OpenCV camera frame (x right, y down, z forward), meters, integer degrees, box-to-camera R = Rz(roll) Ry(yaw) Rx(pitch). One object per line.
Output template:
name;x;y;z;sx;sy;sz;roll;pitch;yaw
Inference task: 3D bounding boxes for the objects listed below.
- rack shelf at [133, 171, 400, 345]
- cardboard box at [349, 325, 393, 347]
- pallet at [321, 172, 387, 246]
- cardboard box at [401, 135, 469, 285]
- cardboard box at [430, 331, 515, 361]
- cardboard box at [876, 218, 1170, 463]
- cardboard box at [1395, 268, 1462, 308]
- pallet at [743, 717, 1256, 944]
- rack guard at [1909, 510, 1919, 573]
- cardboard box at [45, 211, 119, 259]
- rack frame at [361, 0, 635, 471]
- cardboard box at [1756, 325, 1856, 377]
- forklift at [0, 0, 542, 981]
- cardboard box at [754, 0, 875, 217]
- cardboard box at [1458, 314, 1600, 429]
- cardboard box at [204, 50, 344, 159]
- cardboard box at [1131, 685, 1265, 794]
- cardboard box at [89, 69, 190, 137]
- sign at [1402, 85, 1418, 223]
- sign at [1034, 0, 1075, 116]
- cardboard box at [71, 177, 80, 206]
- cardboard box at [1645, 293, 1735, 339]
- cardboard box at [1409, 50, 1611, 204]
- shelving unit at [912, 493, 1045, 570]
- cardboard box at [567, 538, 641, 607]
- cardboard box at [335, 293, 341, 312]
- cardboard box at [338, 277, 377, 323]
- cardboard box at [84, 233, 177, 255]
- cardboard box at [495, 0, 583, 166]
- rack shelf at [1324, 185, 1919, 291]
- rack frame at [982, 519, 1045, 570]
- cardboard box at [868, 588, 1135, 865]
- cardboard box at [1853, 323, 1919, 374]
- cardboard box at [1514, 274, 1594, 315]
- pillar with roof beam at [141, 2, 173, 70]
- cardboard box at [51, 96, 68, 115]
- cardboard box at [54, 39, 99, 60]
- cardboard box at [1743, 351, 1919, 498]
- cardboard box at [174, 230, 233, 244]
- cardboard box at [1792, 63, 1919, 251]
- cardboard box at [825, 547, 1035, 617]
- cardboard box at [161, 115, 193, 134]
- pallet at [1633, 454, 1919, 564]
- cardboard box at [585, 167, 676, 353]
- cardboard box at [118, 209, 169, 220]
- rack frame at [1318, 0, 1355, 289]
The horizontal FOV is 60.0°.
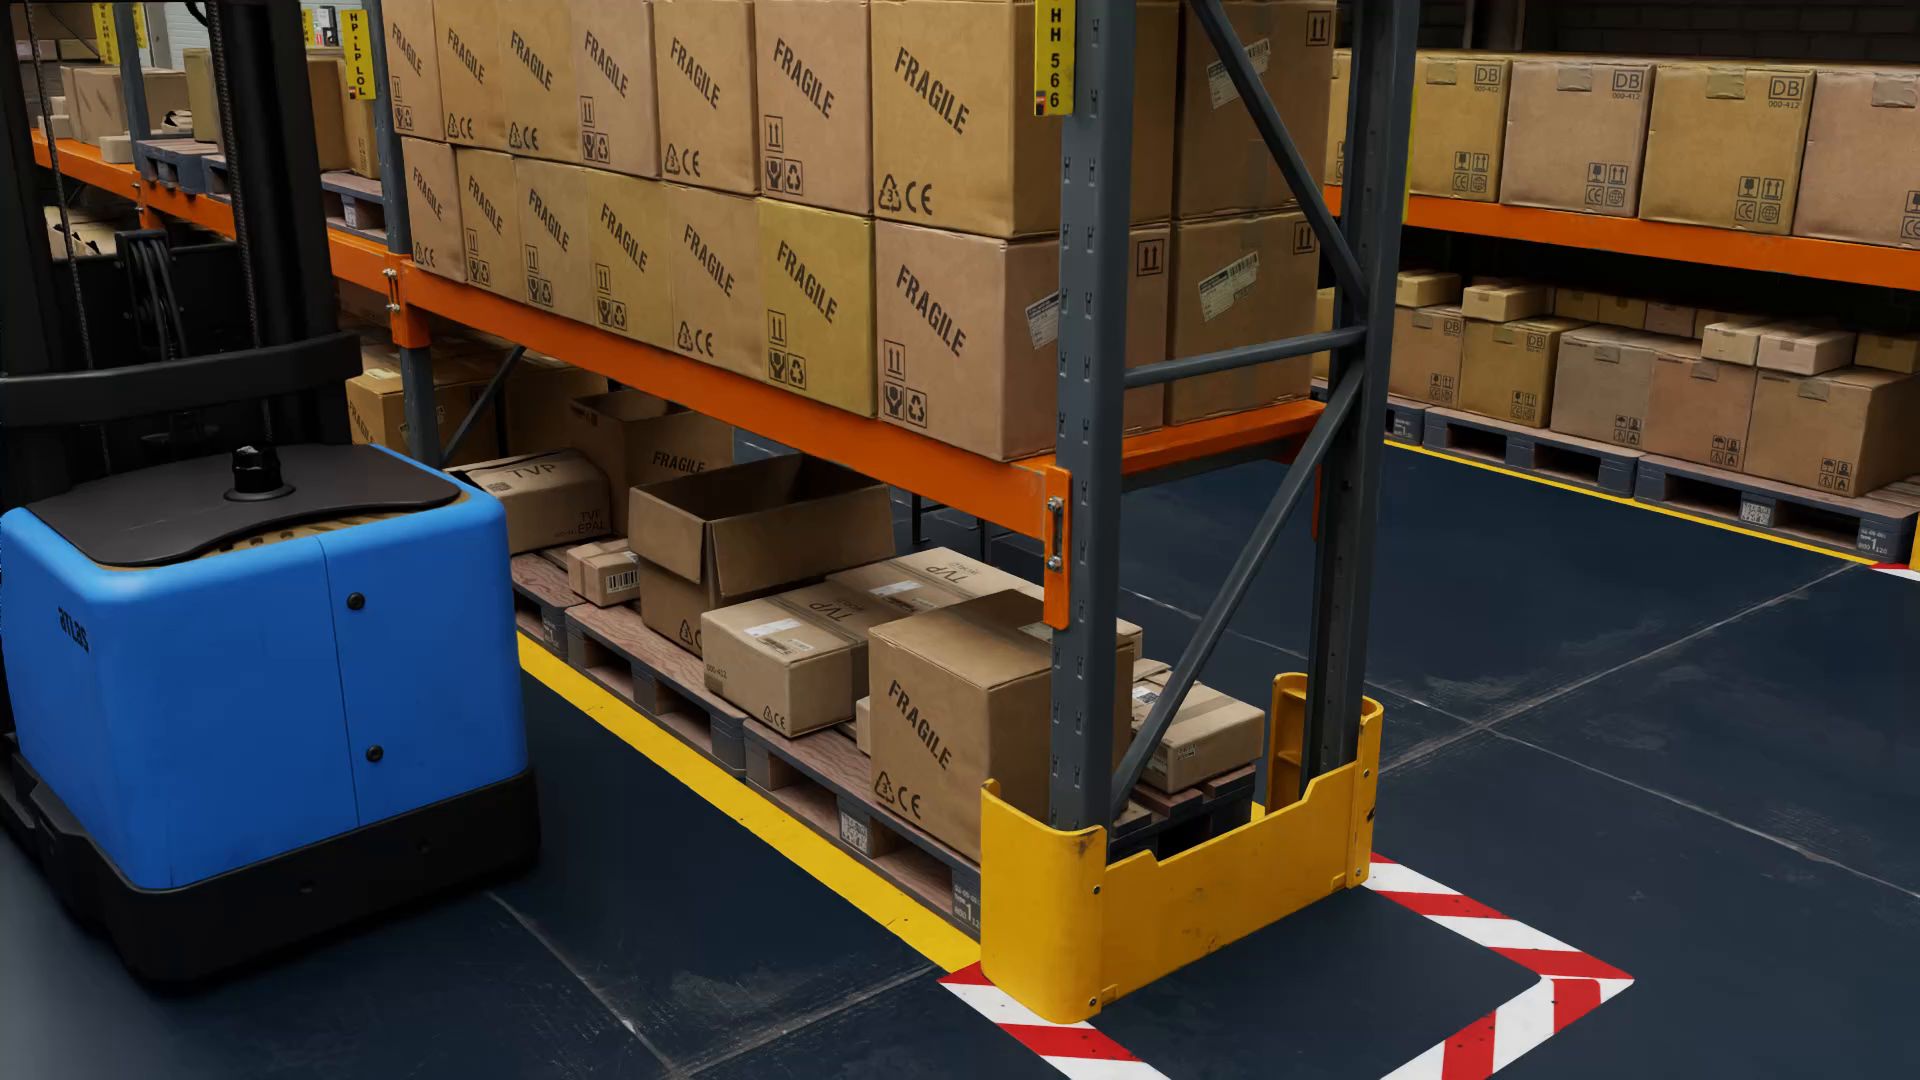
rack shelf;-3.089;-1.549;8.413;1.077;0.370;4.000;-14;23;-36
cardboard box;-2.990;-0.733;8.080;0.500;0.500;0.500;-14;23;-35
pallet;-2.258;-1.525;7.500;1.003;0.211;1.213;-14;23;-36
cardboard box;-1.745;-1.266;6.256;0.500;0.500;0.500;-13;22;-35
cardboard box;-2.297;-0.716;8.029;0.500;0.500;0.500;-14;23;-35
cardboard box;0.145;-0.517;3.992;0.500;0.500;0.500;-13;22;-34
cardboard box;2.487;-1.362;8.979;0.380;0.149;0.250;-13;22;-34
pallet;0.093;0.697;4.922;1.003;0.211;1.213;-14;23;-36
rack guard;4.532;-0.187;7.132;1.175;0.500;0.348;-14;23;-36
cardboard box;-6.447;-2.254;12.213;0.500;0.311;0.500;-14;23;-37
rack frame;-1.848;-1.398;6.811;1.000;3.000;0.127;-14;23;-36
cardboard box;3.781;-0.849;7.432;0.380;0.149;0.250;-14;23;-37
forklift;-2.522;-0.720;4.875;1.130;2.935;3.031;-16;24;-40
cardboard box;-0.170;-1.114;4.206;0.500;0.500;0.500;-13;22;-35
cardboard box;3.043;-0.922;8.685;0.700;0.500;0.500;-13;23;-35
cardboard box;-3.434;-2.234;8.511;0.700;0.500;0.500;-9;20;-26
cardboard box;0.645;0.562;4.728;0.380;0.149;0.250;-14;23;-36
cardboard box;-5.386;-2.841;11.011;0.500;0.500;0.500;-16;24;-39
sign;1.061;-0.929;4.018;0.100;0.325;0.005;-14;23;-36
sign;0.188;-1.008;3.291;0.100;0.325;0.005;-14;23;-36
cardboard box;-7.174;-2.916;13.910;0.500;0.500;0.500;-14;23;-36
cardboard box;3.609;-1.110;8.221;0.380;0.149;0.250;-14;23;-35
cardboard box;2.806;-2.190;8.727;0.980;0.700;0.700;-15;23;-37
shelving unit;0.103;-0.956;6.909;0.431;2.100;0.503;-14;23;-36
cardboard box;-1.212;0.095;6.110;0.380;0.166;0.250;-14;23;-36
cardboard box;-3.245;-1.093;9.169;0.500;0.500;0.500;-15;24;-38
cardboard box;-2.890;-1.312;8.638;0.500;0.250;0.500;-15;23;-37
cardboard box;-5.488;-1.876;11.071;0.500;0.311;0.500;-14;23;-36
cardboard box;-1.136;-1.495;5.355;0.500;0.500;0.500;-15;23;-38
rack shelf;3.275;-1.531;8.359;1.077;0.370;4.000;-14;23;-36
rack frame;0.254;-0.896;6.728;0.400;2.100;0.015;-14;23;-36
cardboard box;0.105;0.480;4.418;0.500;0.500;0.500;-14;23;-36
cardboard box;4.238;-0.862;7.469;0.380;0.149;0.250;-14;23;-36
cardboard box;3.132;-1.299;8.792;0.380;0.149;0.250;-14;23;-36
pillar with roof beam;-18.855;-11.762;28.567;9.100;9.000;0.400;-14;23;-36
cardboard box;-6.475;-3.185;12.447;0.500;0.250;0.500;-12;22;-33
cardboard box;-6.830;-3.828;12.961;0.380;0.149;0.250;-14;23;-36
cardboard box;4.004;-0.545;7.546;0.700;0.500;0.500;-14;23;-36
cardboard box;-5.074;-1.984;11.396;0.500;0.311;0.500;-15;23;-38
cardboard box;4.192;-1.646;7.084;0.980;0.700;0.700;-13;22;-34
cardboard box;-0.100;0.249;5.514;0.500;0.250;0.500;-14;23;-36
cardboard box;-4.523;-2.439;10.098;0.500;0.311;0.500;-12;22;-33
pallet;3.959;-0.238;7.744;1.003;0.211;1.213;-14;23;-36
cardboard box;-0.799;-0.892;5.125;0.500;0.500;0.500;-14;23;-37
cardboard box;-6.011;-2.358;12.527;0.500;0.311;0.500;-13;22;-35
rack frame;2.033;-2.365;9.734;1.000;3.000;0.127;-14;23;-36
